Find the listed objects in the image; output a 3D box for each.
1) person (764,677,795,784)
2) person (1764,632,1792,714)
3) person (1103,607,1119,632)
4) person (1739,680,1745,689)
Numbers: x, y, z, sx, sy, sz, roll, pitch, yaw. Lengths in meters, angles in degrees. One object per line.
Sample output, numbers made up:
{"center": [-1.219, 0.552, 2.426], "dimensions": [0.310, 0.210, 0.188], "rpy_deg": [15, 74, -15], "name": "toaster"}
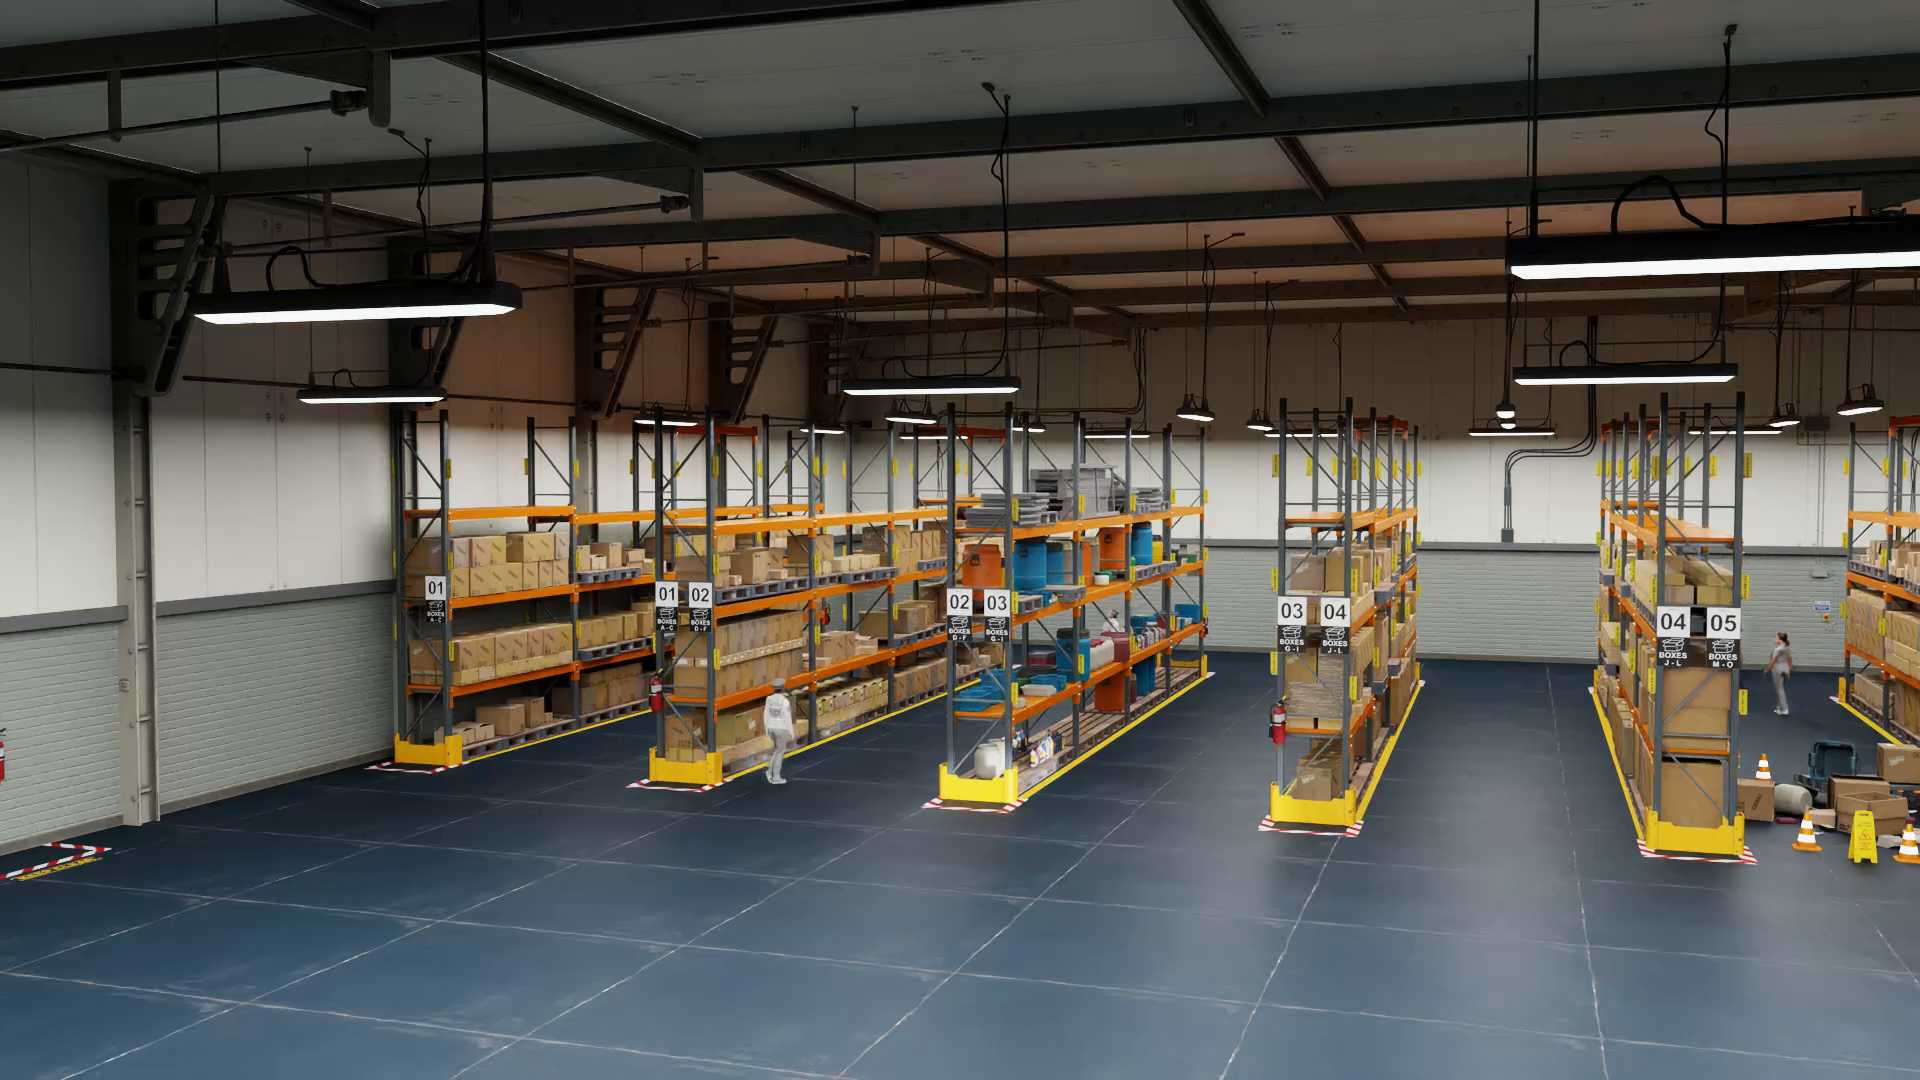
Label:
{"center": [-2.839, 3.021, 26.304], "dimensions": [0.487, 1.701, 0.402], "rpy_deg": [2, 3, 45], "name": "person"}
{"center": [16.649, 2.717, 33.788], "dimensions": [0.510, 1.700, 0.670], "rpy_deg": [0, 2, -6], "name": "person"}
{"center": [3.619, 2.444, 40.156], "dimensions": [0.513, 1.644, 0.846], "rpy_deg": [1, 3, 31], "name": "person"}
{"center": [16.844, 2.622, 36.601], "dimensions": [0.544, 1.572, 1.004], "rpy_deg": [-2, 3, -43], "name": "person"}
